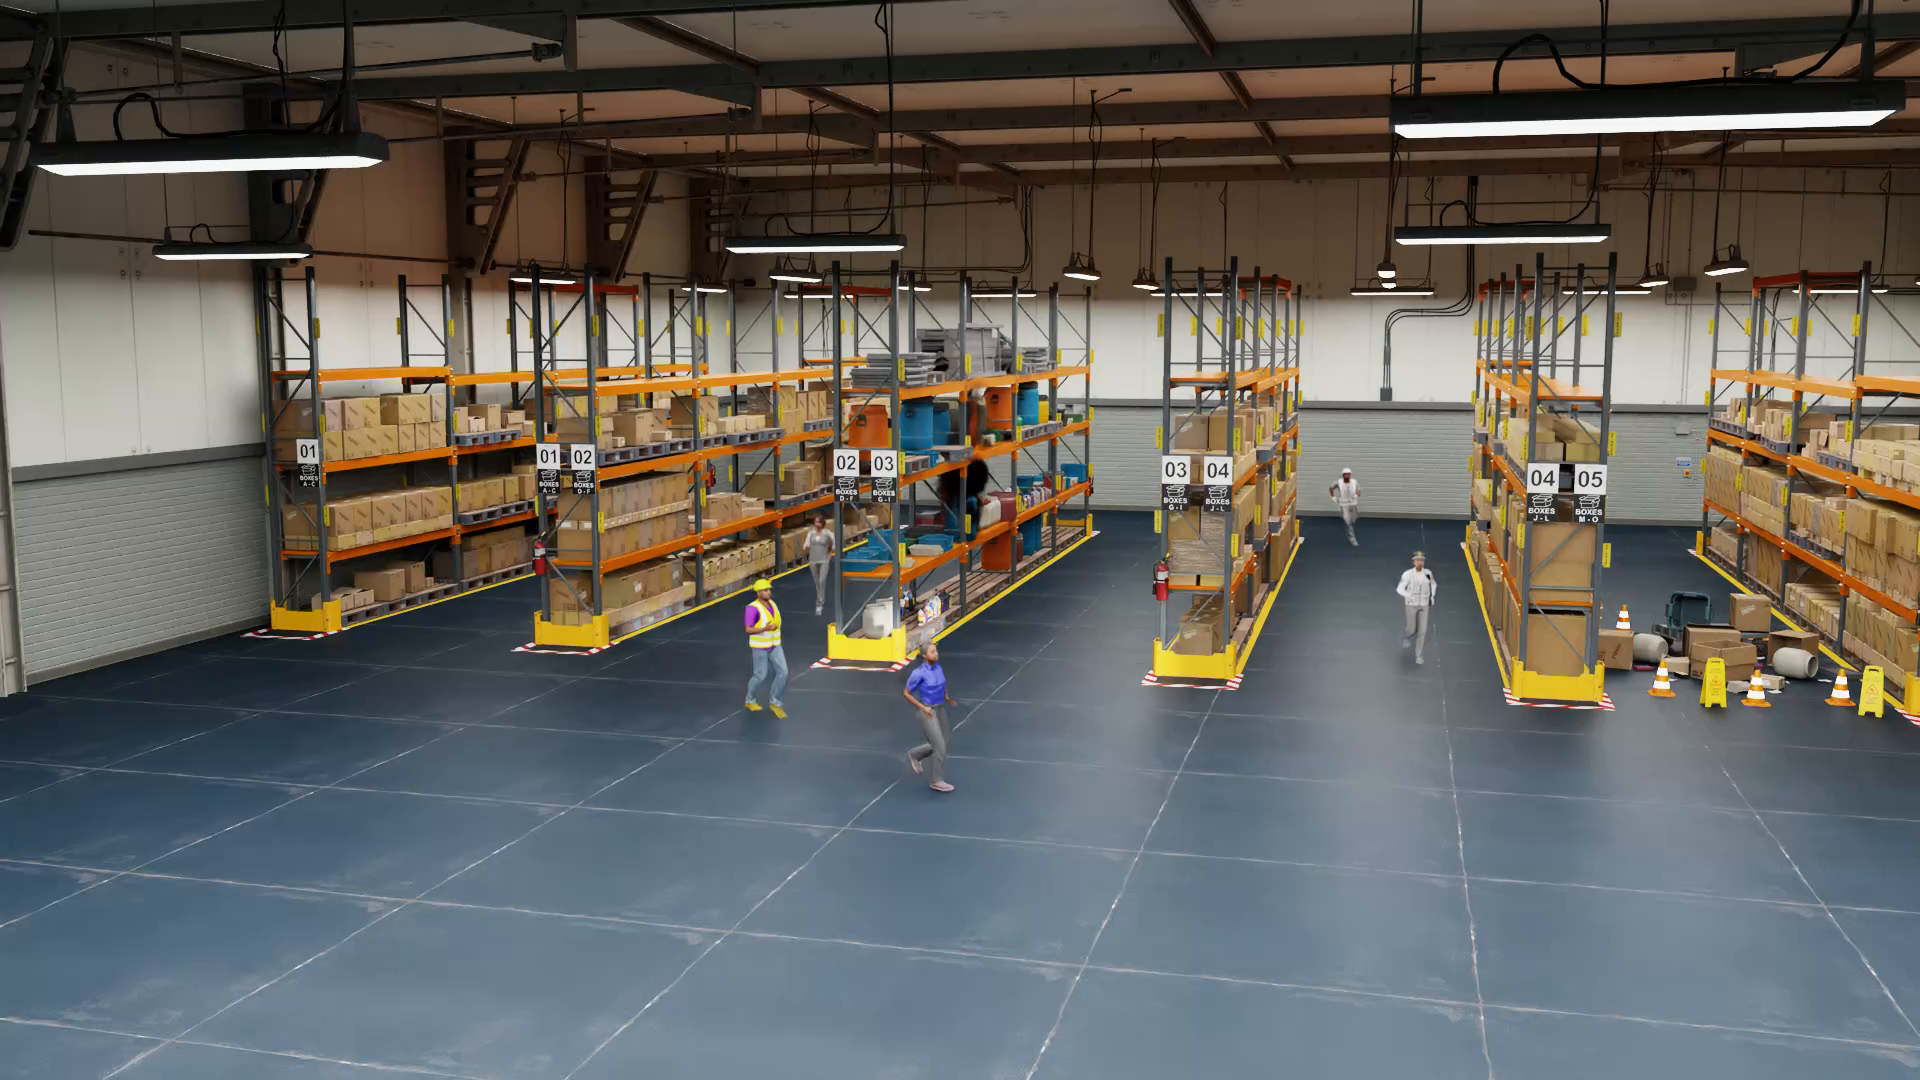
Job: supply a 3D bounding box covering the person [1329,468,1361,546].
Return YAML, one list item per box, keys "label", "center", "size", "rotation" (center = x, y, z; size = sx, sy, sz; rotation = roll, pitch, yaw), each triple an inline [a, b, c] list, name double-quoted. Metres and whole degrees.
- label: "person"
  center: [8.972, -0.789, 38.605]
  size: [0.689, 1.777, 0.996]
  rotation: [0, 7, -4]

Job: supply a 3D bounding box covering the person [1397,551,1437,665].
- label: "person"
  center: [6.895, 0.990, 25.044]
  size: [0.618, 1.669, 0.890]
  rotation: [0, 7, 2]

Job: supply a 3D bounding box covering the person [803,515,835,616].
- label: "person"
  center: [-2.331, 0.401, 27.546]
  size: [0.532, 1.621, 0.744]
  rotation: [1, 7, 10]

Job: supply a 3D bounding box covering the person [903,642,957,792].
- label: "person"
  center: [-0.354, 1.909, 18.164]
  size: [0.701, 1.608, 0.581]
  rotation: [6, 9, 37]

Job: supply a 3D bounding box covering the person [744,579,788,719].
- label: "person"
  center: [-2.505, 1.414, 21.468]
  size: [0.717, 1.825, 0.674]
  rotation: [7, 10, 42]
